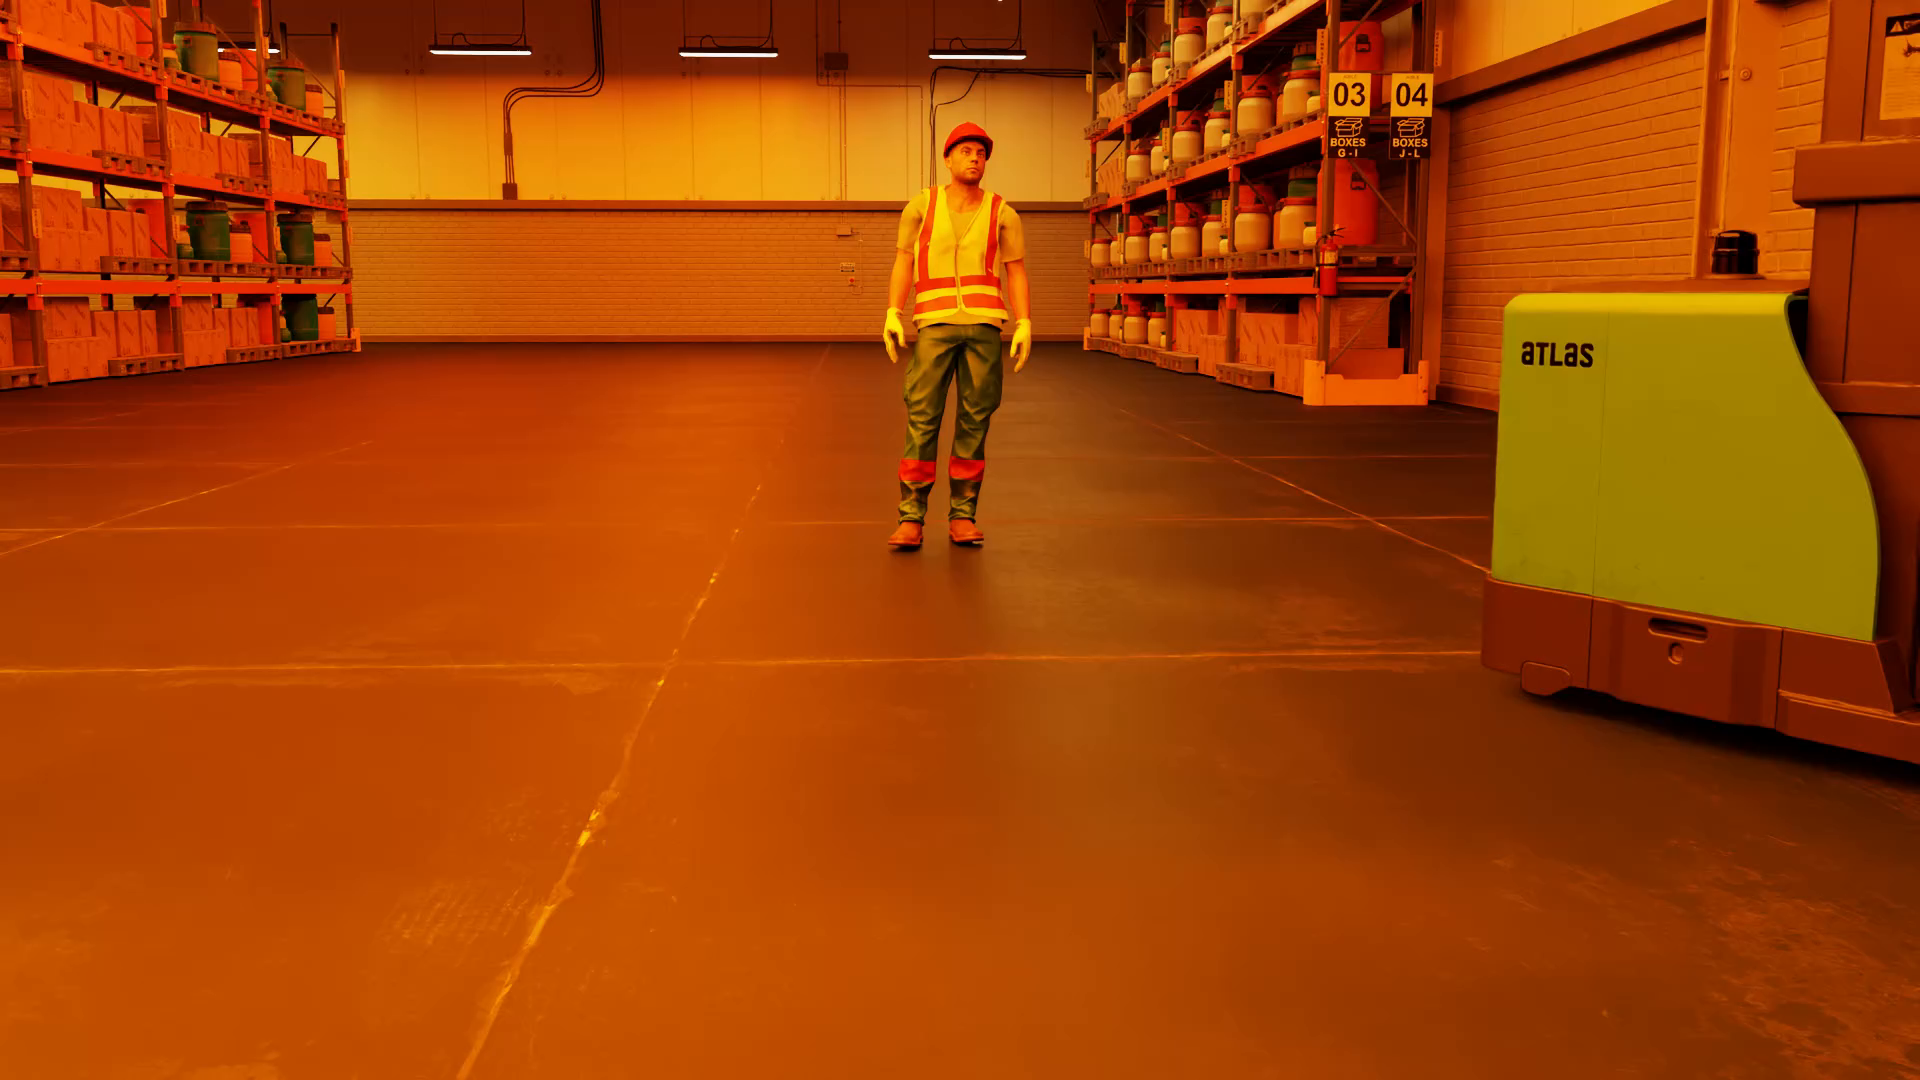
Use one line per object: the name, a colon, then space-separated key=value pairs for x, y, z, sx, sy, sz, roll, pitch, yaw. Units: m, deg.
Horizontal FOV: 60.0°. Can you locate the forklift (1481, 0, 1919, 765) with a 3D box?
forklift: x=2.691 y=-0.906 z=3.432 sx=1.130 sy=2.935 sz=3.031 roll=-6 pitch=10 yaw=-35

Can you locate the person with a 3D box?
person: x=-0.007 y=-0.880 z=7.097 sx=0.637 sy=1.790 sz=0.562 roll=-1 pitch=8 yaw=-4
